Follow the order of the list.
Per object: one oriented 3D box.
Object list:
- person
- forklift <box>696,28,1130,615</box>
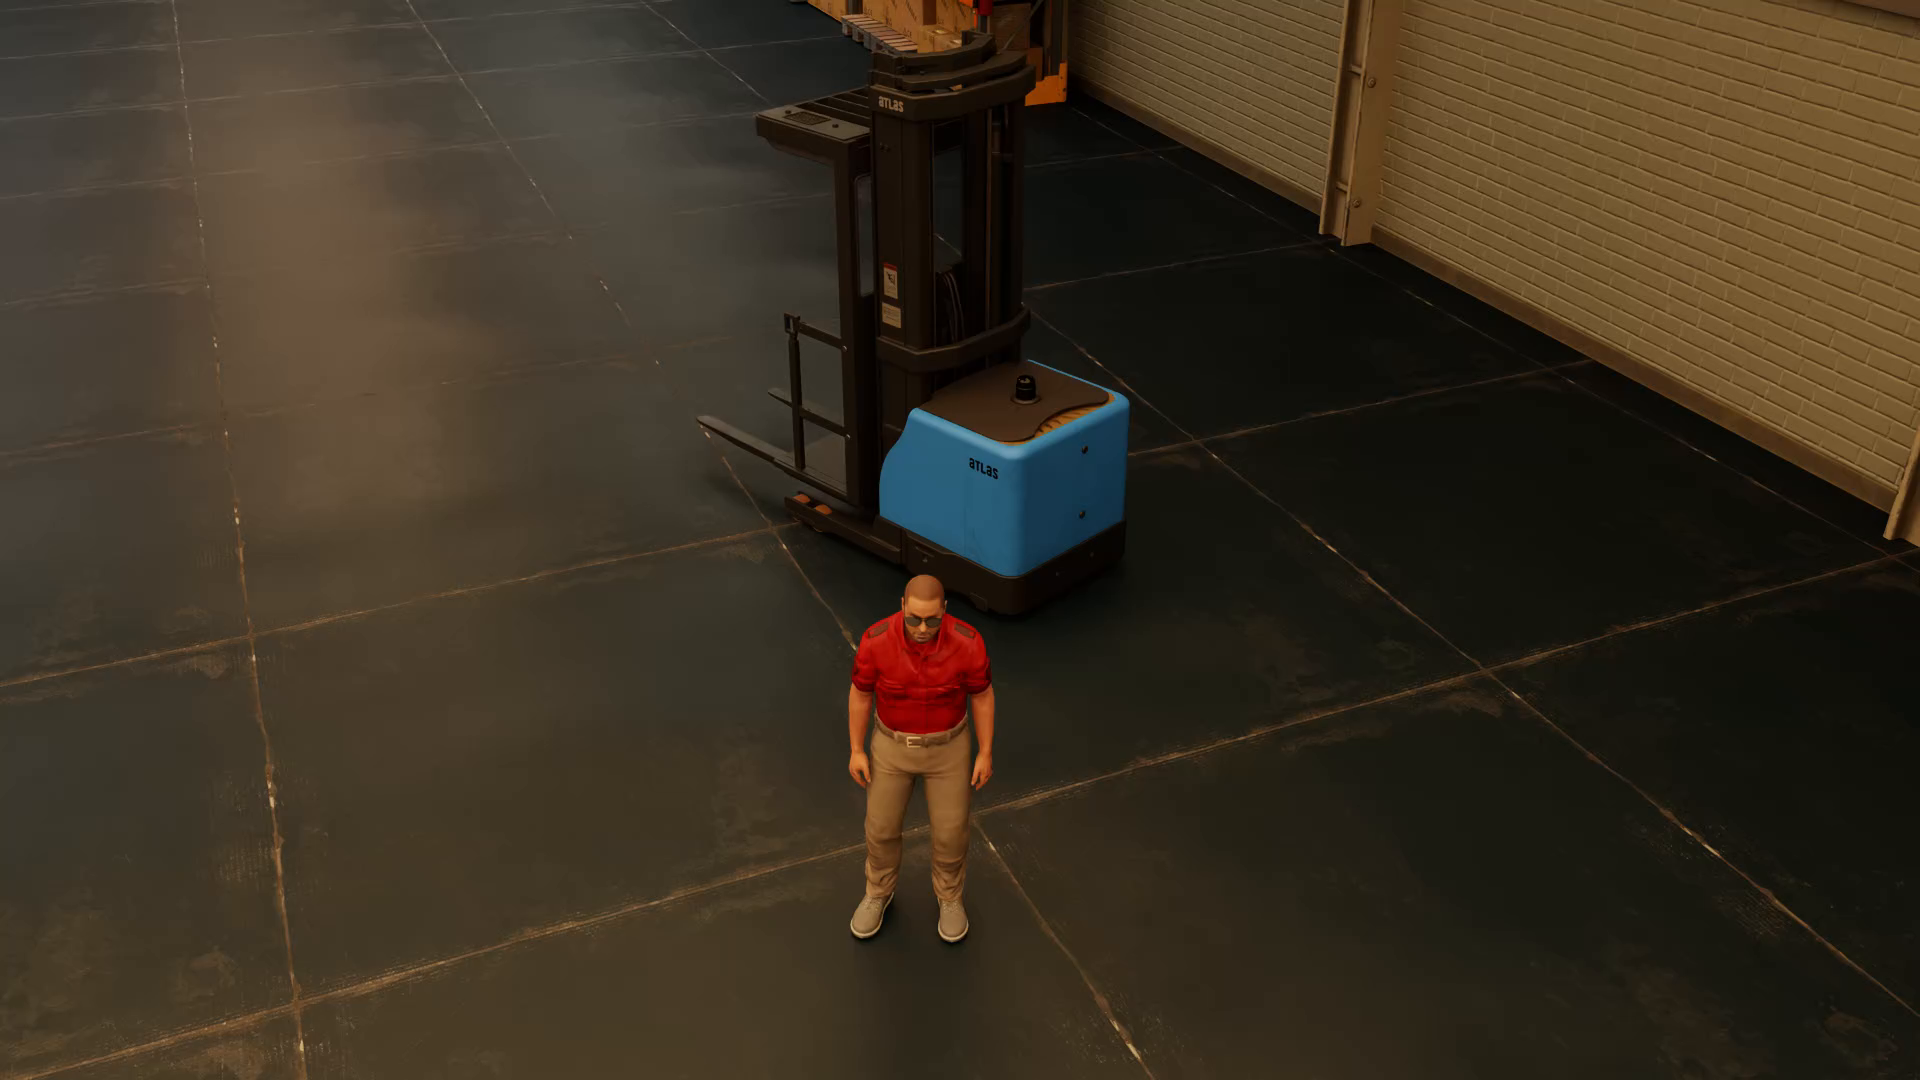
[{"bbox_3d":[-0.163,0.871,6.807,0.606,1.728,0.391,1,30,2],"label":"person"},{"bbox_3d":[-0.436,-1.483,9.714,3.031,2.935,1.130,26,39,37],"label":"forklift"}]
